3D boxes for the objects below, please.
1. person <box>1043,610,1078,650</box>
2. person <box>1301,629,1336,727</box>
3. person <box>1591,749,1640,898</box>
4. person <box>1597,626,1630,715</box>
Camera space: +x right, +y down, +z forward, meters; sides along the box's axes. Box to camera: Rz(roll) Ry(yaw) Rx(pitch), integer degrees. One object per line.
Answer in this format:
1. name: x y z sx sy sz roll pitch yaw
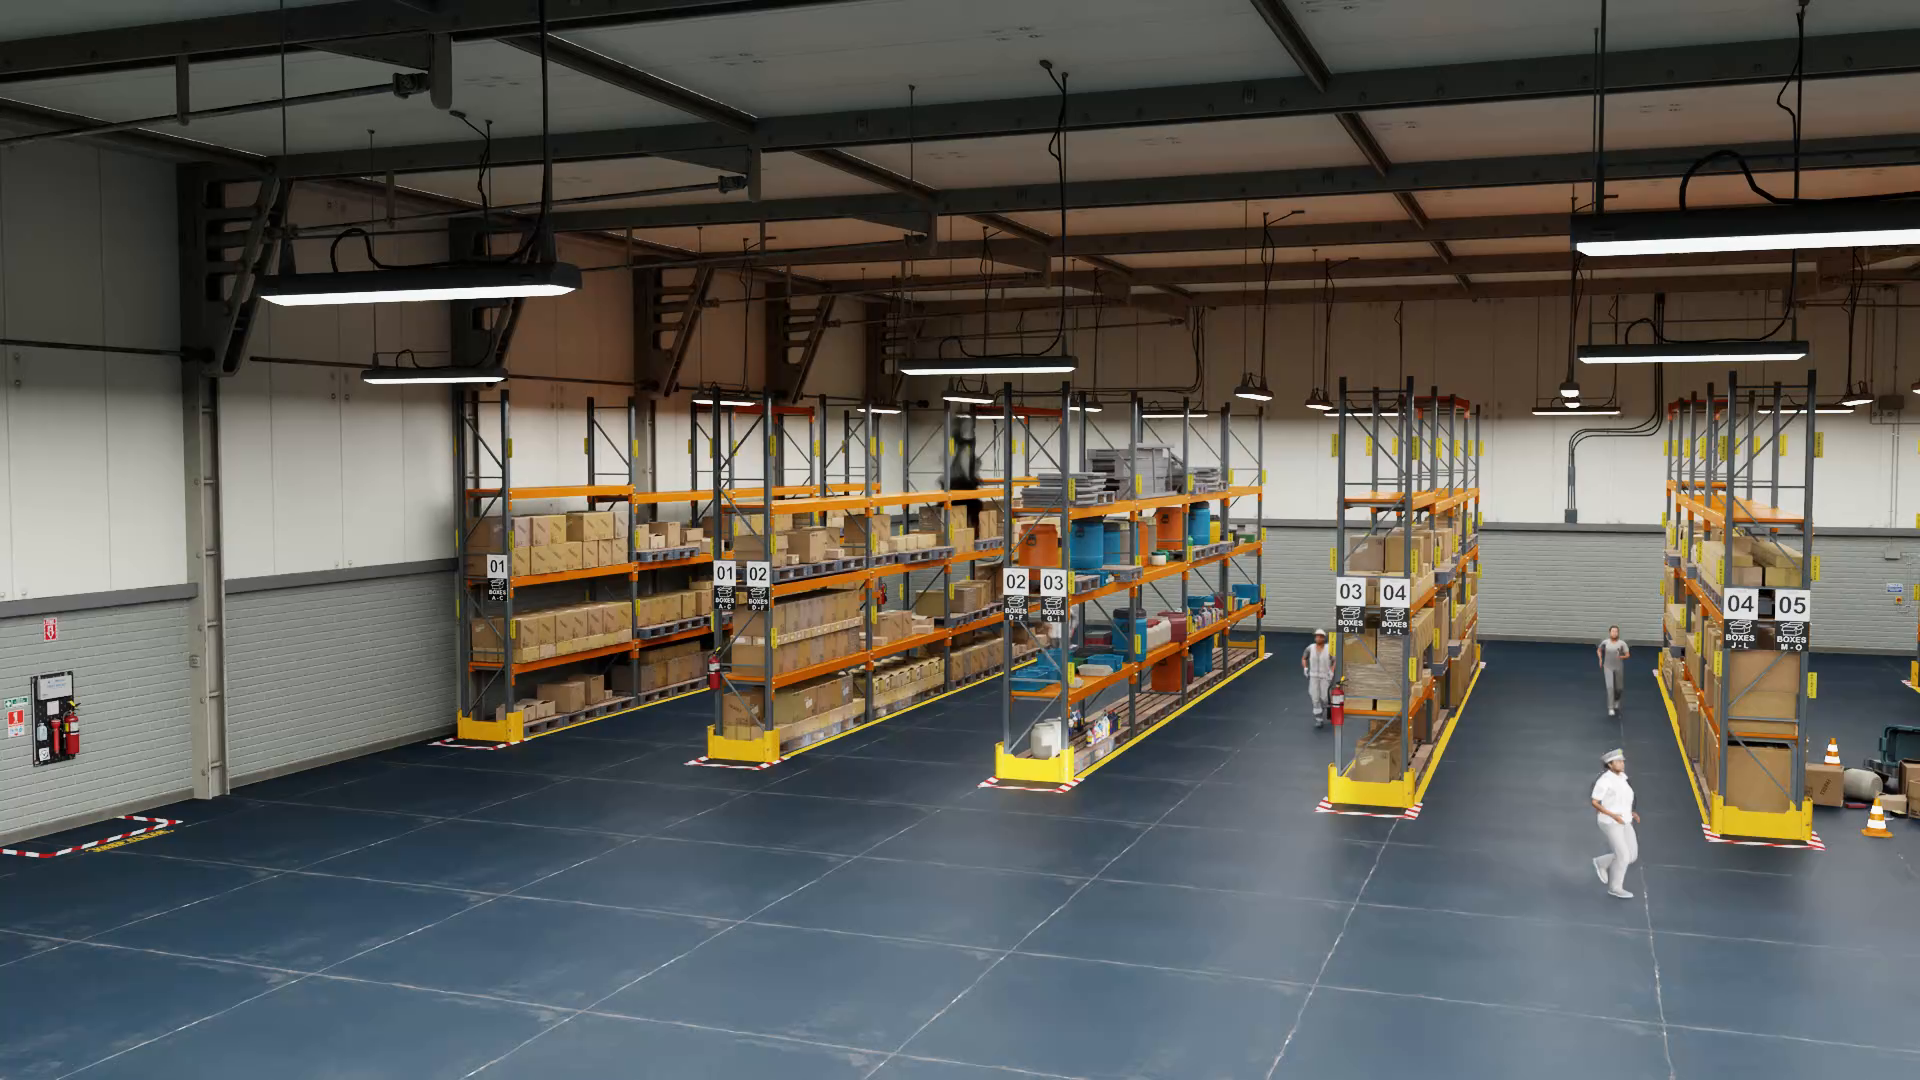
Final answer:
1. person: 2.000 2.018 33.554 0.656 1.893 0.718 1 3 21
2. person: 6.481 2.476 29.988 0.666 1.751 0.596 1 3 23
3. person: 7.313 3.148 18.620 0.574 1.649 0.566 -2 4 -32
4. person: 12.309 2.433 31.333 0.573 1.645 0.939 1 3 18
